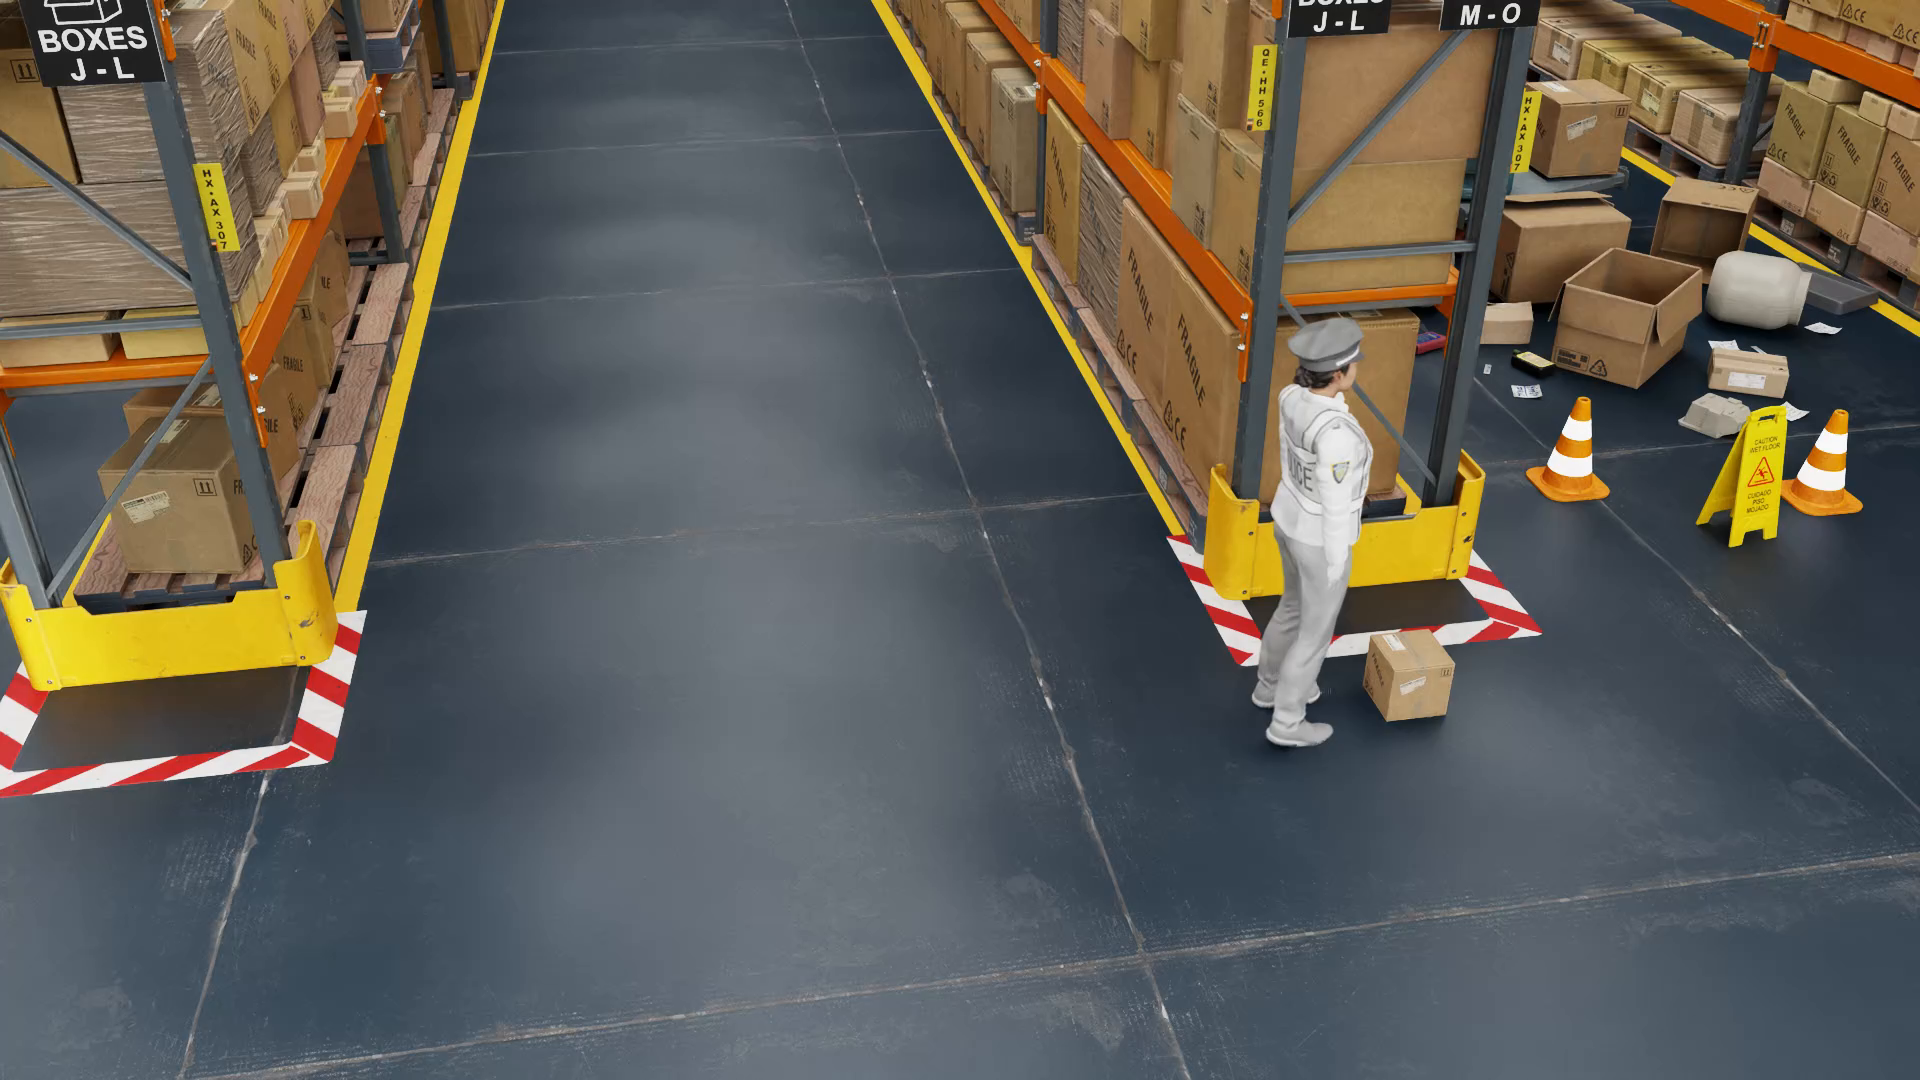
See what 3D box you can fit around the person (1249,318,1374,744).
[{"bbox_3d":[1.315,-0.022,6.170,0.340,1.689,0.466,-7,32,-11],"label":"person"}]
